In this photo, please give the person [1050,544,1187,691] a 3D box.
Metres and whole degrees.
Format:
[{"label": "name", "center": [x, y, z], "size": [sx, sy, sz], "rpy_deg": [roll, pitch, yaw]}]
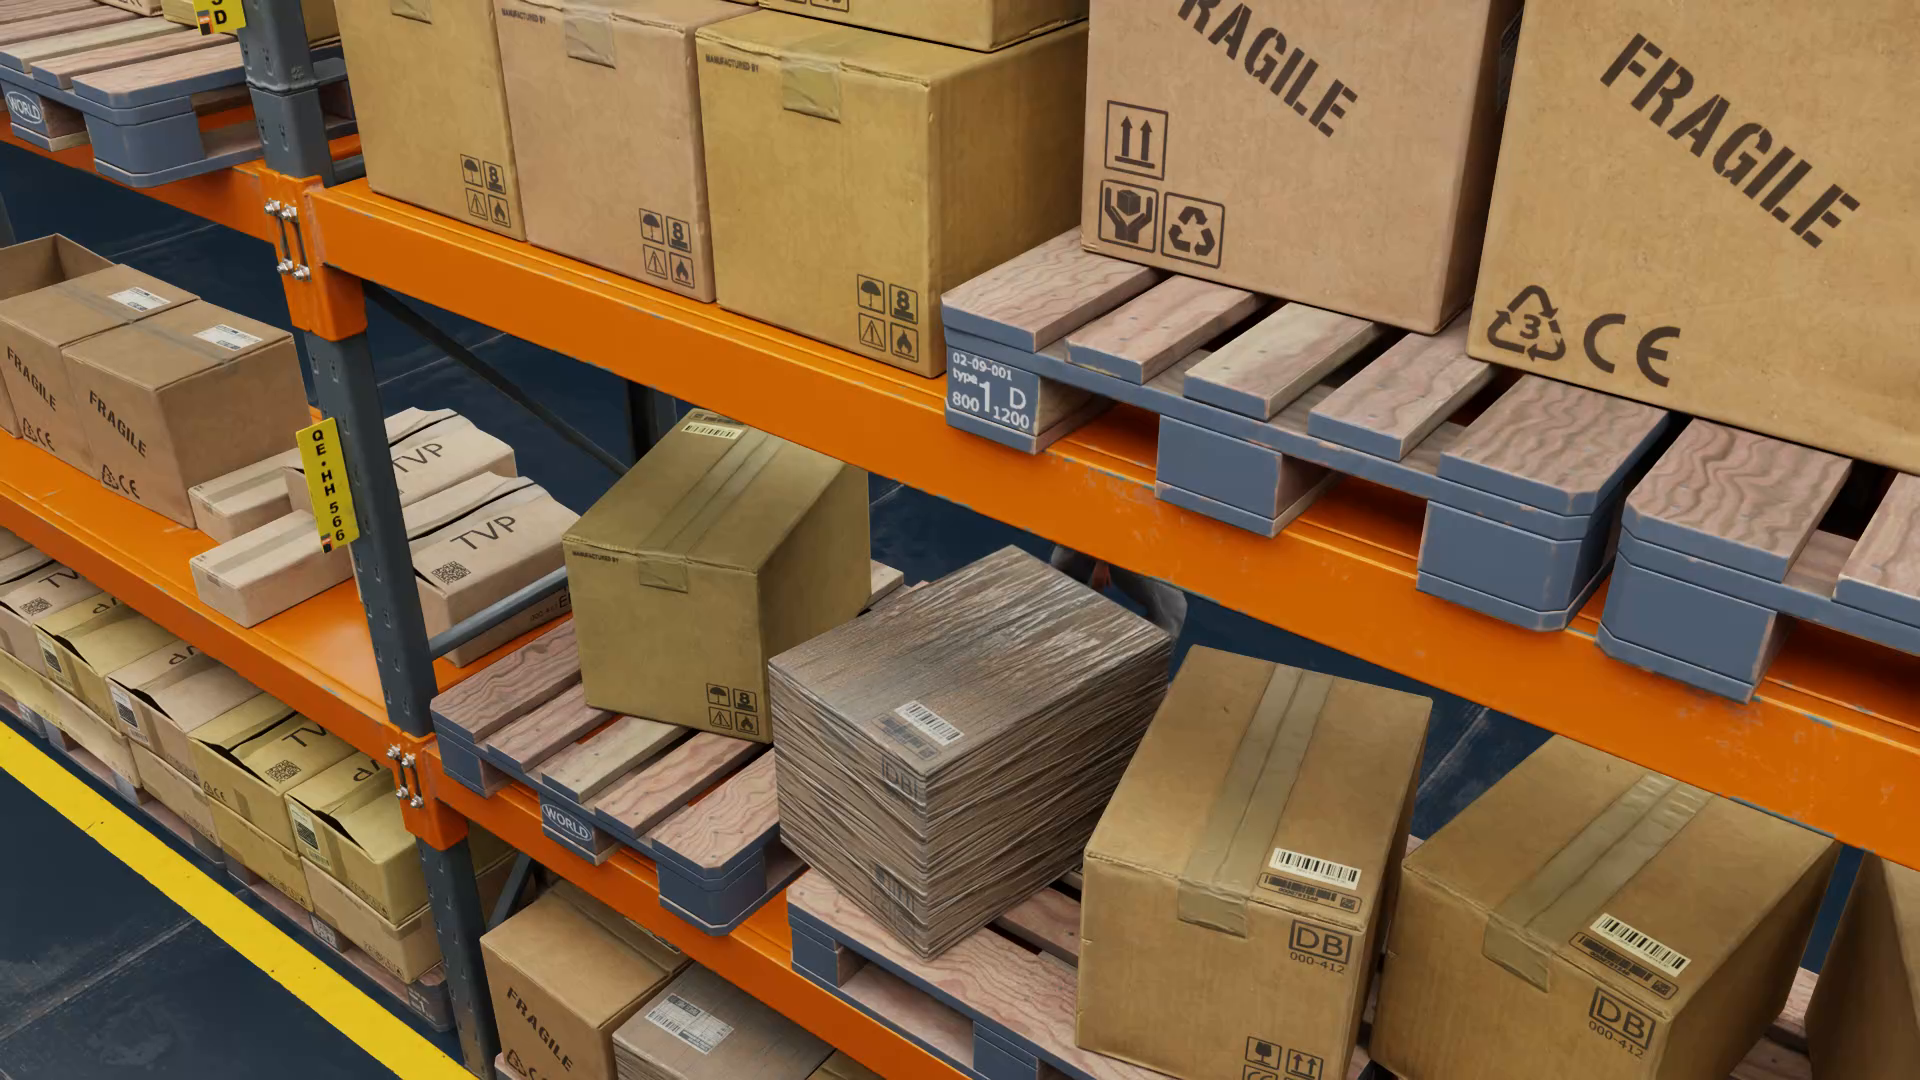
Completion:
[{"label": "person", "center": [0.498, -0.062, 6.246], "size": [0.881, 1.609, 0.510], "rpy_deg": [-7, 32, -12]}]
